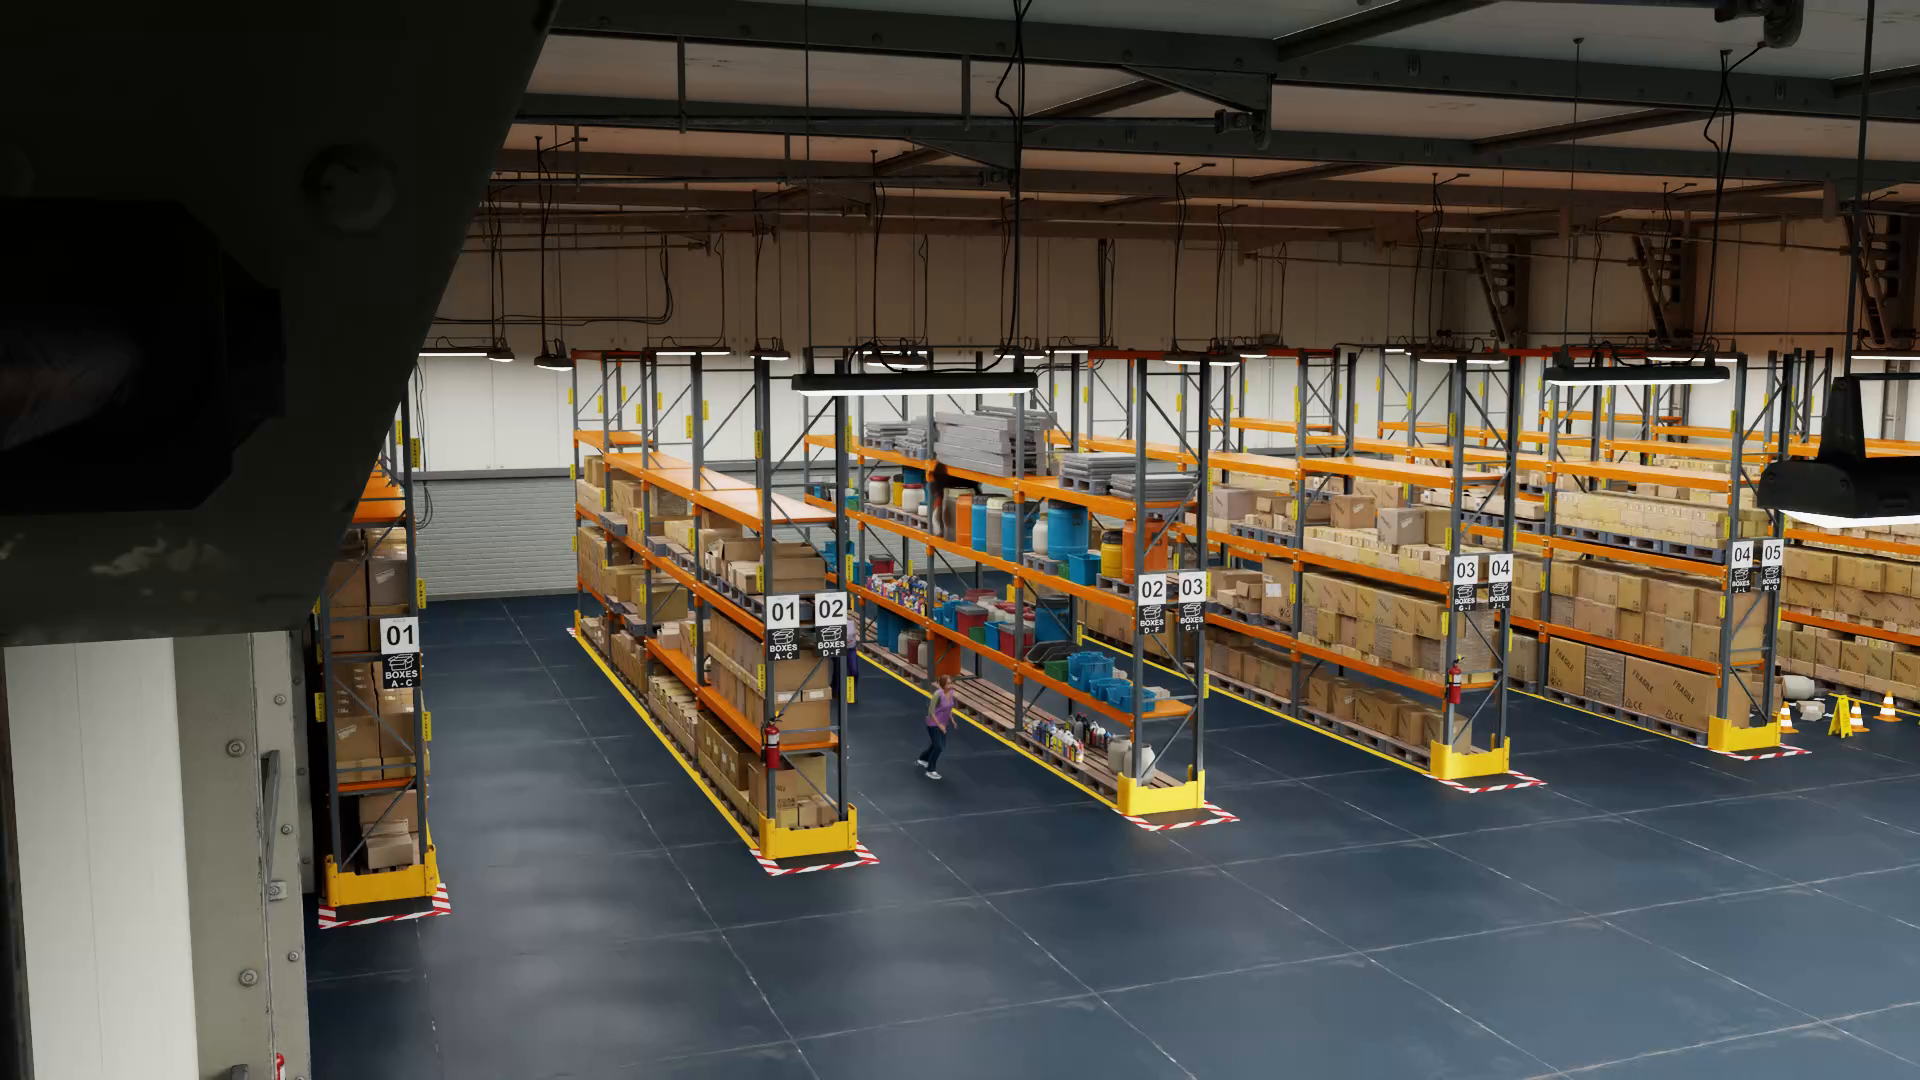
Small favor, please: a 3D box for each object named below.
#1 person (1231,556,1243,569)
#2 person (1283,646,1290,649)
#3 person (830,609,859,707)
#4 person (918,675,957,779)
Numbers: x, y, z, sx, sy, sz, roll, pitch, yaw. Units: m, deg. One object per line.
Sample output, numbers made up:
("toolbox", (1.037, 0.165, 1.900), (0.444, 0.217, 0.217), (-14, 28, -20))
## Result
("person", (7.104, 0.175, 42.925), (0.594, 1.674, 0.961), (6, 9, 38))
("person", (6.668, 1.324, 33.554), (0.640, 1.711, 0.681), (-5, 9, -34))
("person", (-1.987, 1.986, 28.445), (0.563, 1.706, 0.841), (-3, 8, -24))
("person", (-0.363, 2.640, 23.750), (0.705, 1.539, 0.541), (5, 9, 34))
